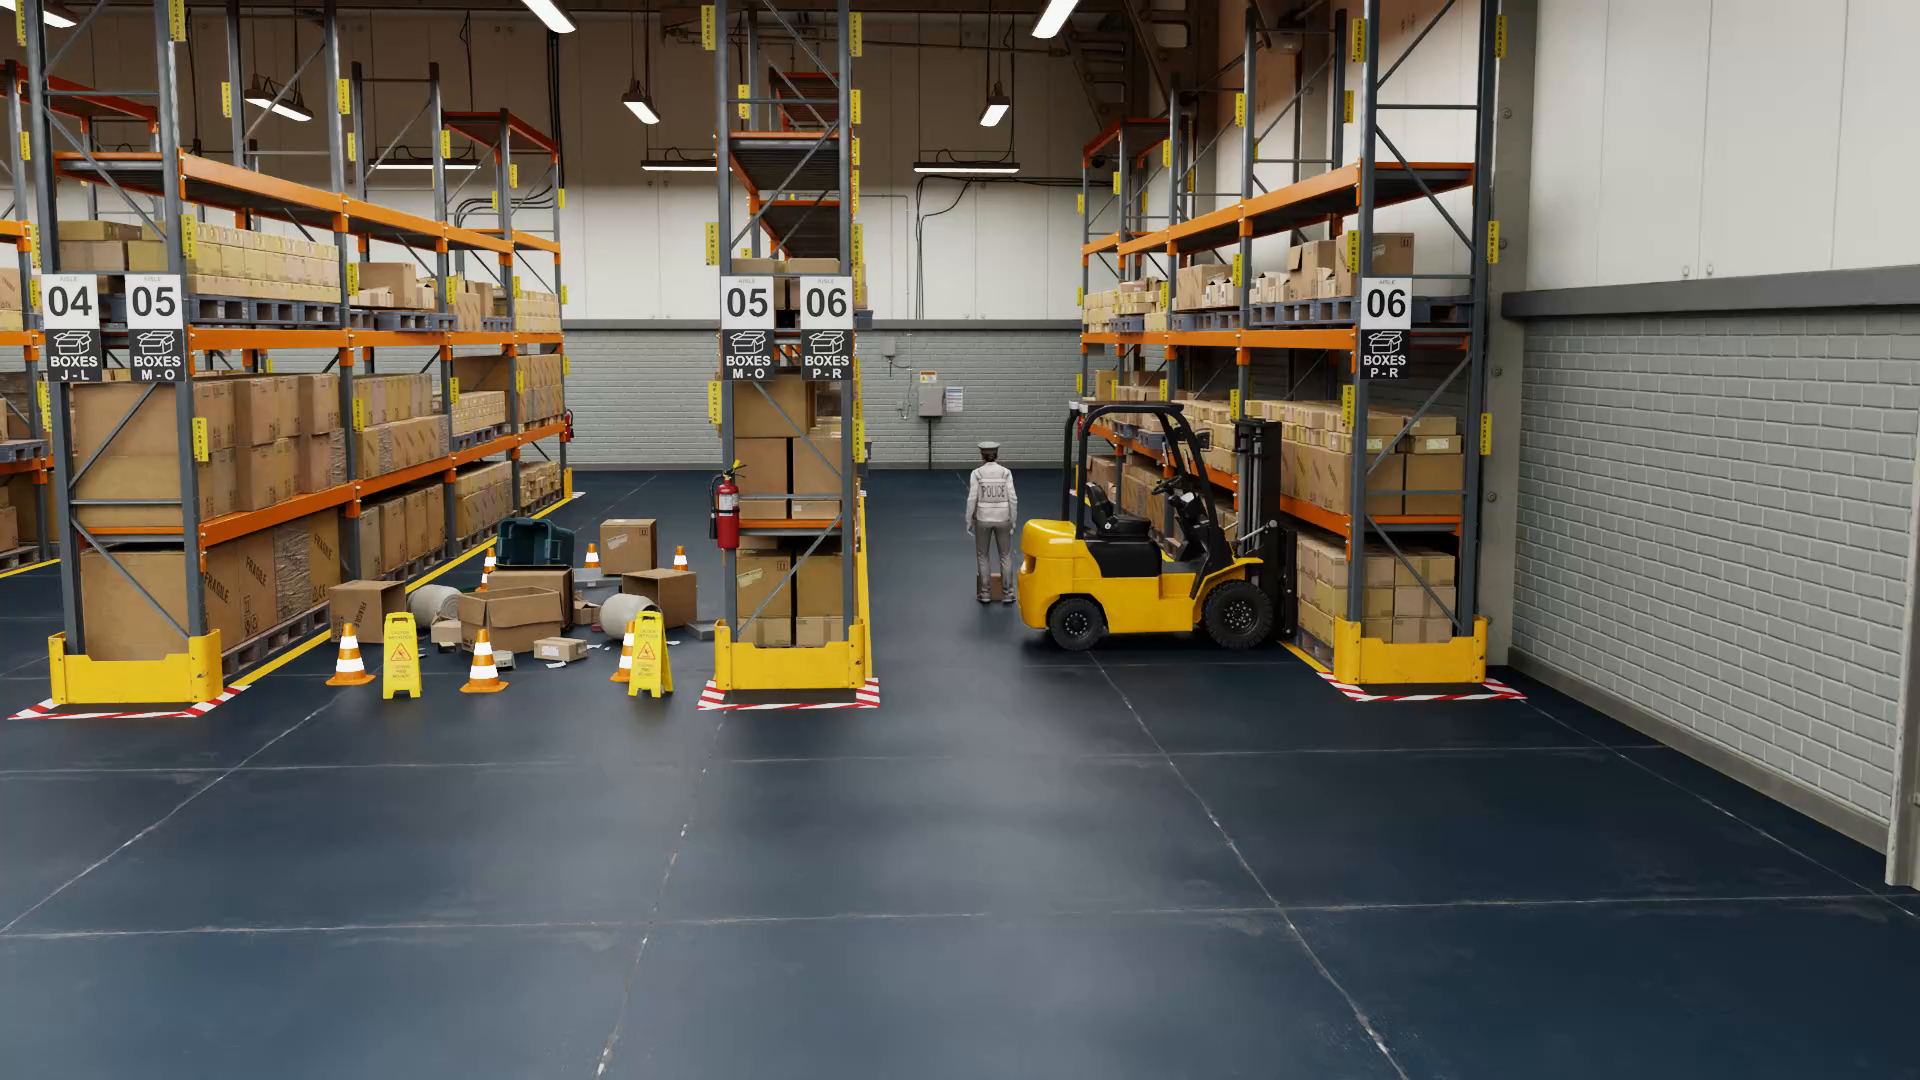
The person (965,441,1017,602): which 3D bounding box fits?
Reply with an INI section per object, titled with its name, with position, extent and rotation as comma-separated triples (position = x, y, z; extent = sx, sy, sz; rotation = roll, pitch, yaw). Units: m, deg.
[person]
position = 0.326, -0.185, 17.234
extent = 0.547, 1.667, 0.408
rotation = -1, 7, -7
